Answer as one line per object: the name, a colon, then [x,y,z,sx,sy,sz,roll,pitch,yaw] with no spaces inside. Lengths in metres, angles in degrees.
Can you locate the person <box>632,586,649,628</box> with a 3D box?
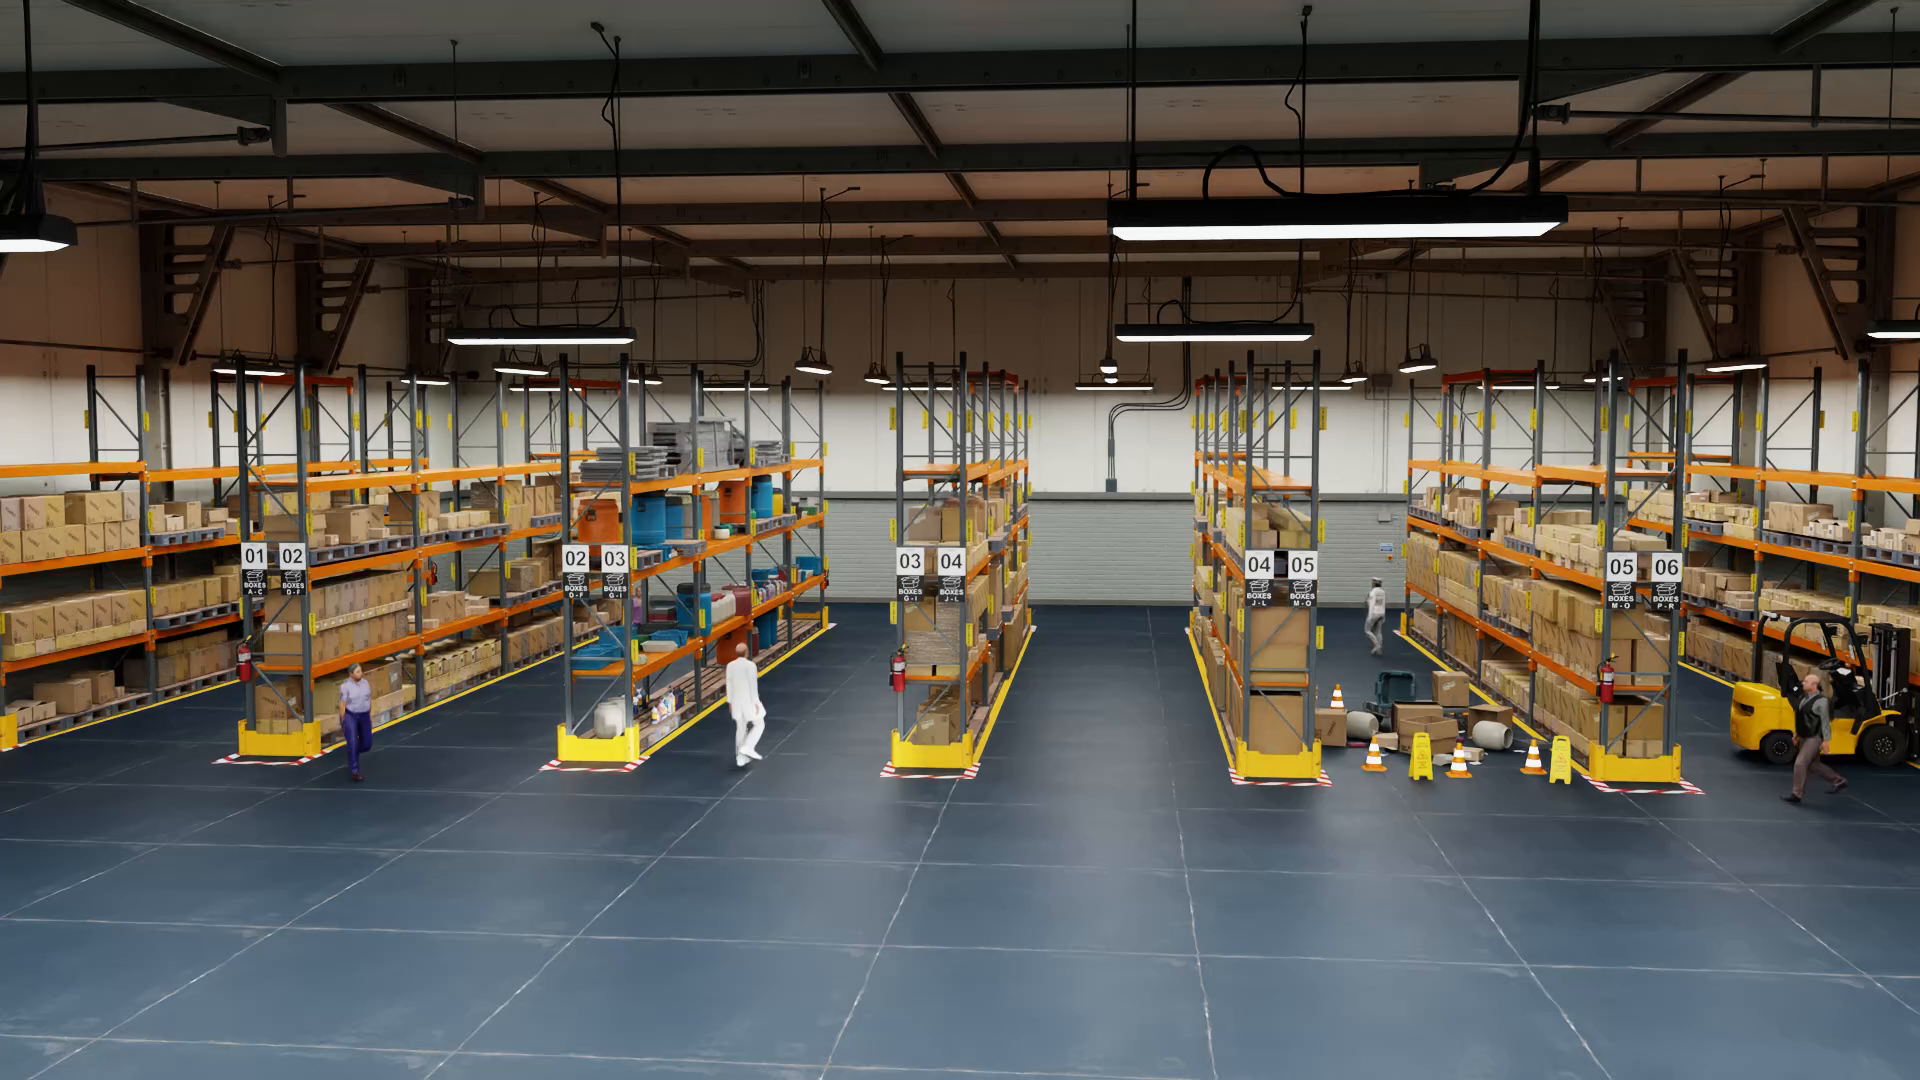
person: [-6.711,1.728,34.896,0.444,1.539,0.969,0,4,6]

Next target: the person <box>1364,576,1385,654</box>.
person: [8.961,1.629,35.699,0.520,1.679,0.428,-3,5,-39]

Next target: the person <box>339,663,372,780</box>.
person: [-8.526,2.517,23.418,0.481,1.612,0.721,-4,6,-43]

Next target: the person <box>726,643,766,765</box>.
person: [-3.158,2.388,24.260,0.626,1.770,0.571,1,4,19]

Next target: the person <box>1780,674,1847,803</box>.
person: [11.246,2.600,21.880,0.964,1.690,0.555,0,4,-1]
